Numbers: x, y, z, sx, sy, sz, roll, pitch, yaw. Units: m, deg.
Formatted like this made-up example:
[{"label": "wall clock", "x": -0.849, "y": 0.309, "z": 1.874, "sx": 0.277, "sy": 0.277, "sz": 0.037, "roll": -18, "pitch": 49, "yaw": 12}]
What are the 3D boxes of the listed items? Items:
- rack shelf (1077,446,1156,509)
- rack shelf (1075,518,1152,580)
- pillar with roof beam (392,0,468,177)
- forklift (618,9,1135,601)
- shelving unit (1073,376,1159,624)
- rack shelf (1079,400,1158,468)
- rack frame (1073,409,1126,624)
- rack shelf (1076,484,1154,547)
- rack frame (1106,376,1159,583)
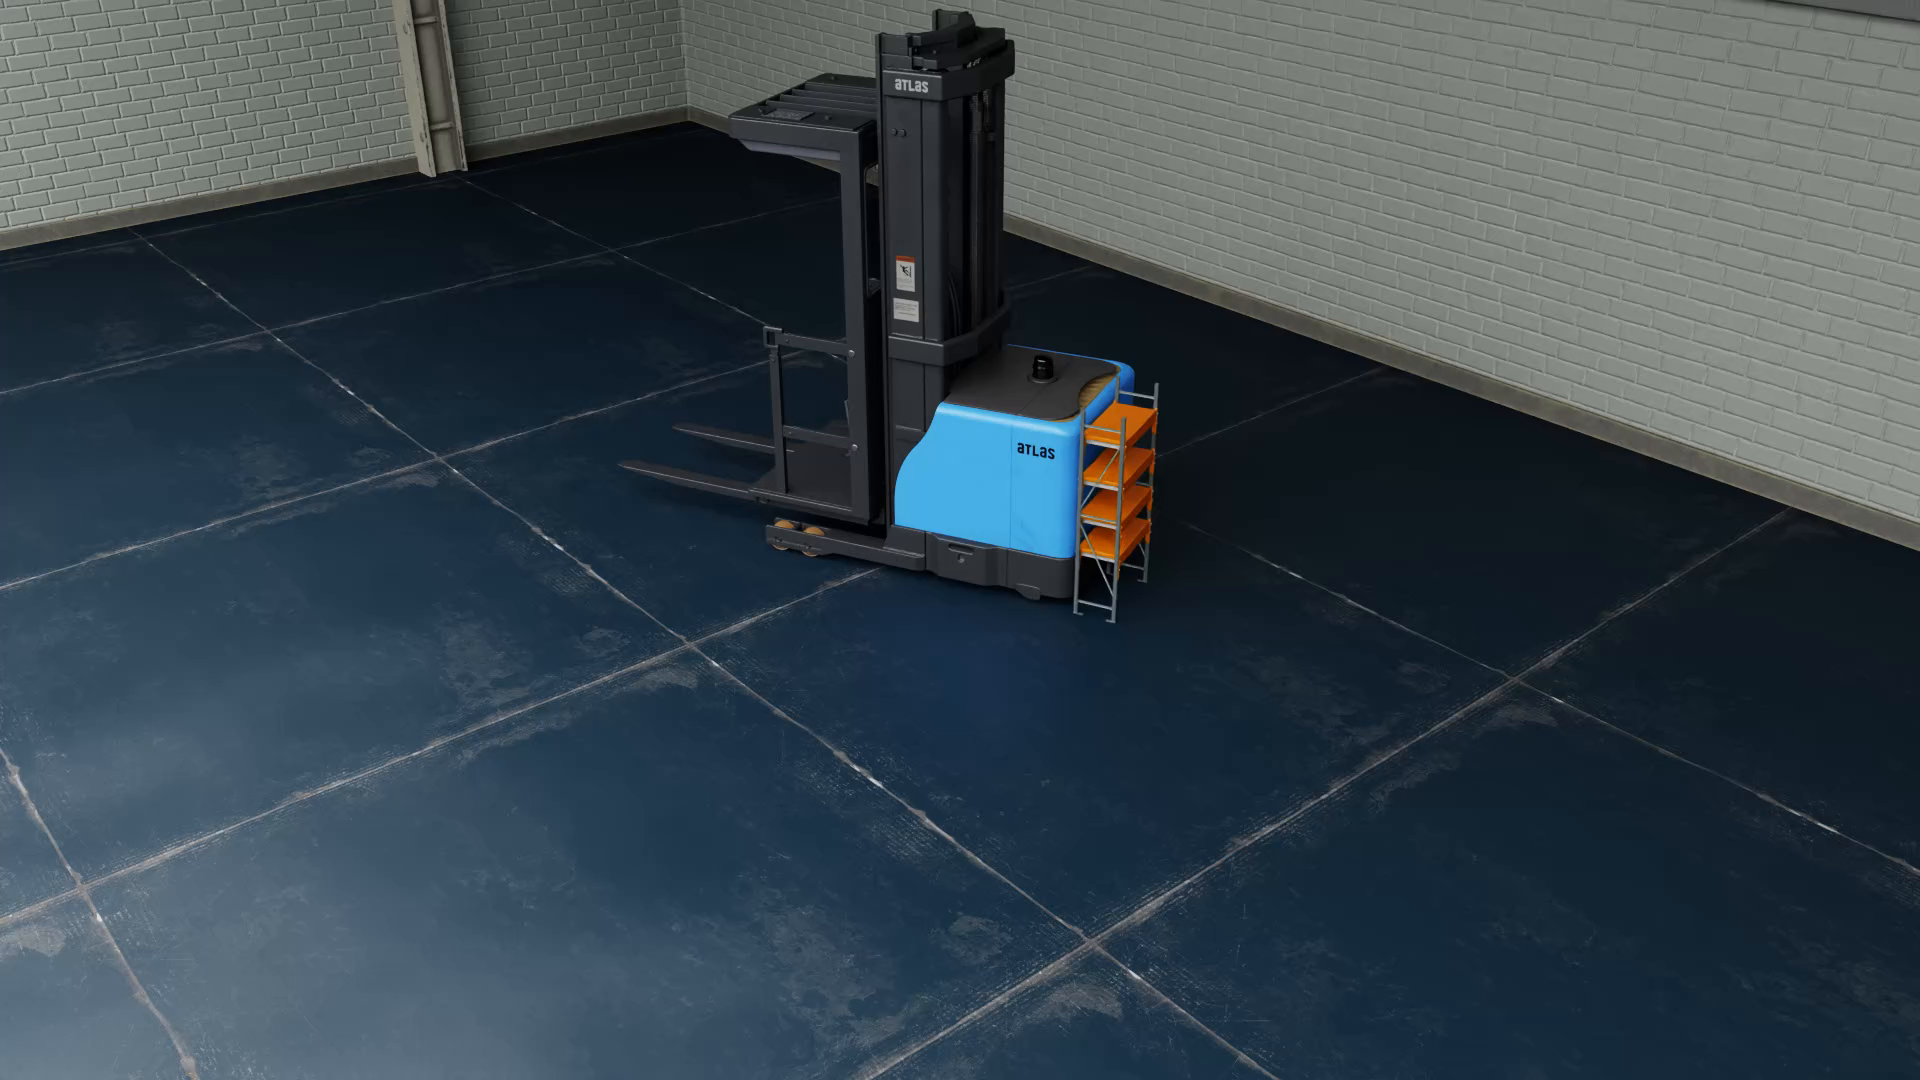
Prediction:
[{"label": "rack shelf", "x": 0.831, "y": -0.350, "z": 8.800, "sx": 0.258, "sy": 0.148, "sz": 0.480, "roll": 13, "pitch": 31, "yaw": 23}, {"label": "rack shelf", "x": 0.831, "y": 0.022, "z": 8.999, "sx": 0.258, "sy": 0.148, "sz": 0.480, "roll": 13, "pitch": 31, "yaw": 23}, {"label": "pillar with roof beam", "x": -2.393, "y": -6.136, "z": 11.684, "sx": 0.400, "sy": 9.000, "sz": 9.100, "roll": -22, "pitch": 35, "yaw": -35}, {"label": "forklift", "x": -0.569, "y": -1.412, "z": 9.282, "sx": 3.031, "sy": 2.935, "sz": 1.130, "roll": 12, "pitch": 30, "yaw": 21}, {"label": "shelving unit", "x": 0.831, "y": -0.212, "z": 8.874, "sx": 0.258, "sy": 1.200, "sz": 0.503, "roll": 13, "pitch": 31, "yaw": 23}, {"label": "rack shelf", "x": 0.831, "y": -0.559, "z": 8.689, "sx": 0.258, "sy": 0.148, "sz": 0.480, "roll": 13, "pitch": 31, "yaw": 23}, {"label": "rack frame", "x": 0.725, "y": -0.109, "z": 8.680, "sx": 0.240, "sy": 1.200, "sz": 0.015, "roll": 13, "pitch": 31, "yaw": 23}, {"label": "rack shelf", "x": 0.831, "y": -0.153, "z": 8.906, "sx": 0.258, "sy": 0.148, "sz": 0.480, "roll": 13, "pitch": 31, "yaw": 23}, {"label": "rack frame", "x": 0.938, "y": -0.316, "z": 9.068, "sx": 0.240, "sy": 1.200, "sz": 0.015, "roll": 13, "pitch": 31, "yaw": 23}]
